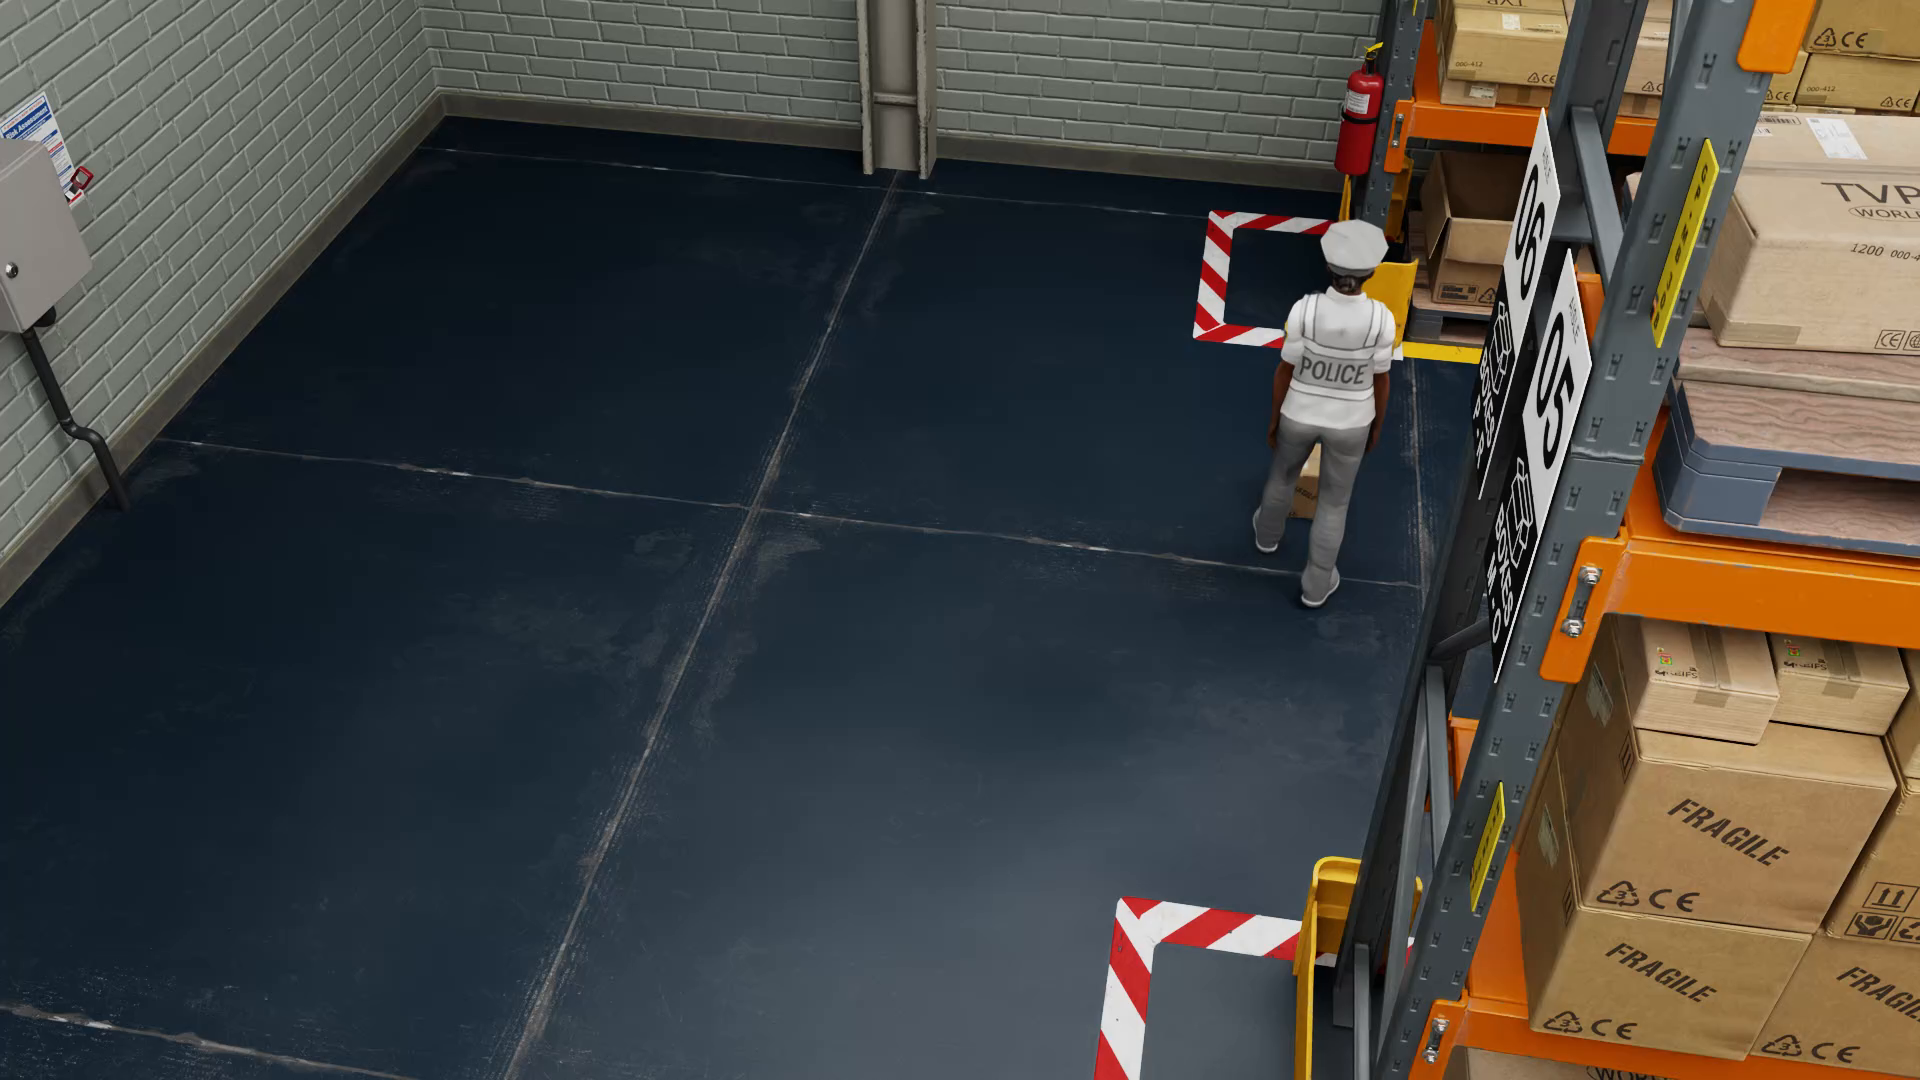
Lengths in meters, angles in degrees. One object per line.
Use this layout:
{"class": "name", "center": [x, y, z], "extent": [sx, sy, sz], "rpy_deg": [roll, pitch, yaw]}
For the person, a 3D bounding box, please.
{"class": "person", "center": [1.483, -0.533, 6.757], "extent": [0.469, 1.674, 0.607], "rpy_deg": [11, 42, 13]}
